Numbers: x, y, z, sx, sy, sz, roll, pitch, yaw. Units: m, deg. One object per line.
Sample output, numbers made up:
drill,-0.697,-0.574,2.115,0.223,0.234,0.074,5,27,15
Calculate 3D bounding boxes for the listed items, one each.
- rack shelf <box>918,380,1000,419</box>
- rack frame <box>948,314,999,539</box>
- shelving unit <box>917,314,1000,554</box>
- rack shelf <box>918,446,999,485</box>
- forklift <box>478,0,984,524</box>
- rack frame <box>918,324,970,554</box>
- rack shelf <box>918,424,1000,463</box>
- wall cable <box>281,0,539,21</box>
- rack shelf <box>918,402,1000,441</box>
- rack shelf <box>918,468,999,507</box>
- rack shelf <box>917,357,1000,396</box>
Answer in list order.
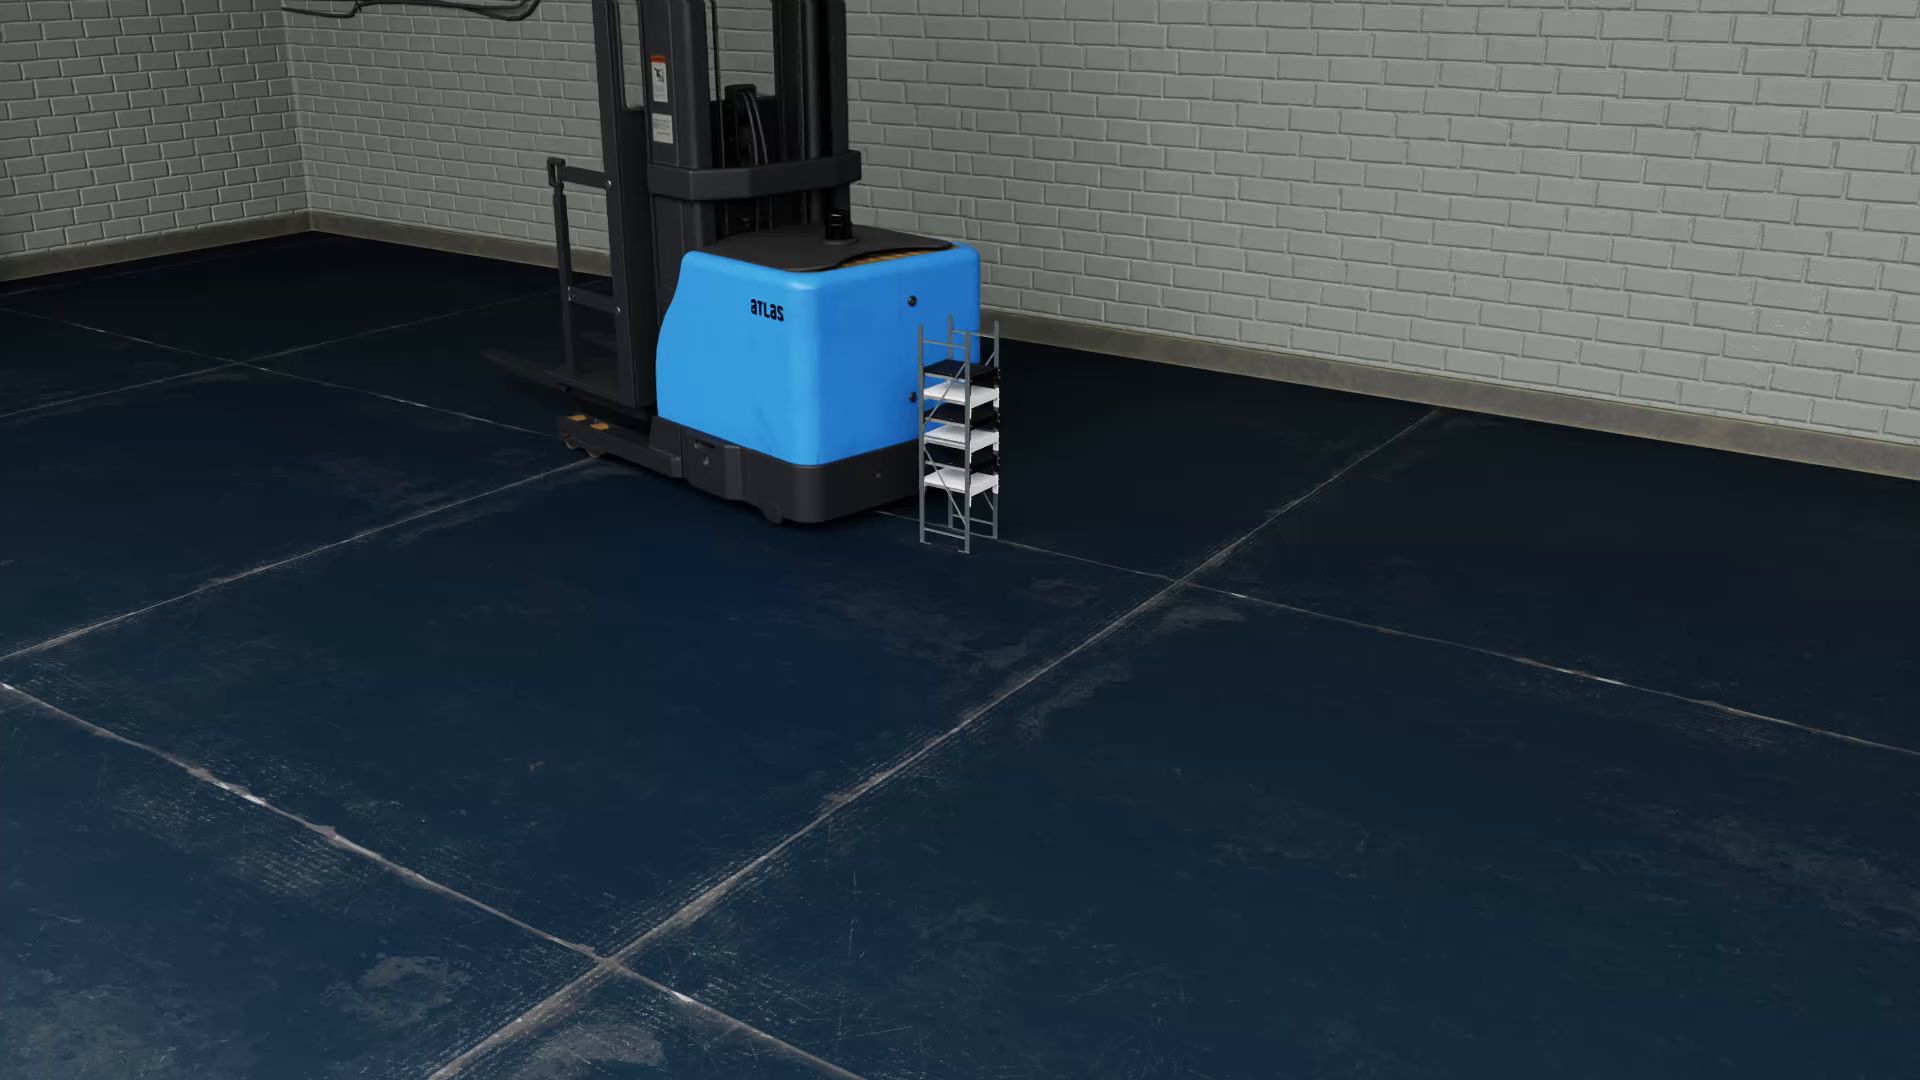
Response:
rack shelf,-0.005,-0.557,6.552,0.258,0.077,0.200,13,24,32
rack frame,0.053,-0.449,6.681,0.240,0.900,0.006,13,24,32
shelving unit,-0.005,-0.420,6.603,0.258,0.900,0.210,13,24,32
rack shelf,-0.005,-0.304,6.645,0.258,0.077,0.200,13,24,32
forklift,-1.276,-1.866,7.584,1.130,2.935,3.031,-18,27,-40
rack frame,-0.062,-0.391,6.524,0.240,0.900,0.006,13,24,32
rack shelf,-0.005,-0.388,6.614,0.258,0.077,0.200,13,24,32
wall cable,-4.122,-5.010,11.815,3.097,2.526,0.112,13,24,32
rack shelf,-0.005,-0.473,6.583,0.258,0.077,0.200,13,24,32
rack shelf,-0.005,-0.220,6.677,0.258,0.077,0.200,13,24,32
rack shelf,-0.005,-0.642,6.520,0.258,0.077,0.200,13,24,32
